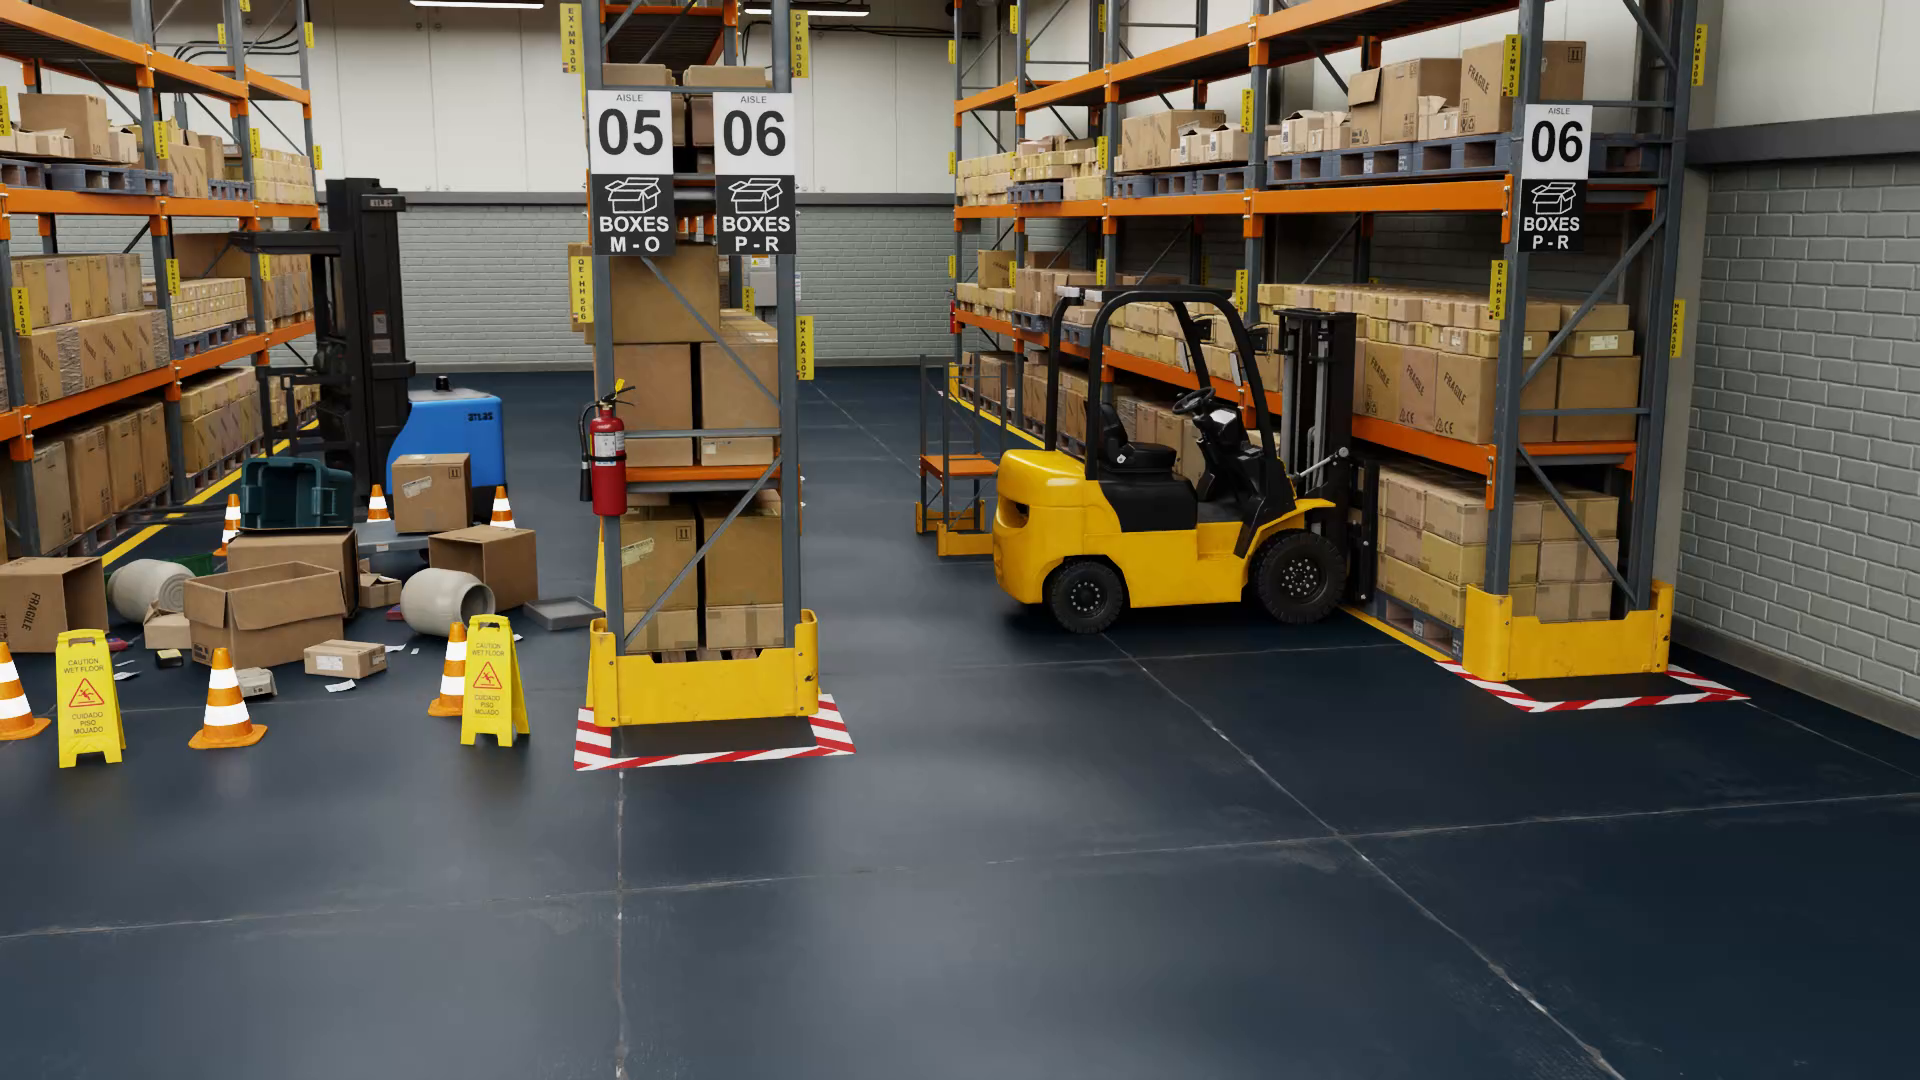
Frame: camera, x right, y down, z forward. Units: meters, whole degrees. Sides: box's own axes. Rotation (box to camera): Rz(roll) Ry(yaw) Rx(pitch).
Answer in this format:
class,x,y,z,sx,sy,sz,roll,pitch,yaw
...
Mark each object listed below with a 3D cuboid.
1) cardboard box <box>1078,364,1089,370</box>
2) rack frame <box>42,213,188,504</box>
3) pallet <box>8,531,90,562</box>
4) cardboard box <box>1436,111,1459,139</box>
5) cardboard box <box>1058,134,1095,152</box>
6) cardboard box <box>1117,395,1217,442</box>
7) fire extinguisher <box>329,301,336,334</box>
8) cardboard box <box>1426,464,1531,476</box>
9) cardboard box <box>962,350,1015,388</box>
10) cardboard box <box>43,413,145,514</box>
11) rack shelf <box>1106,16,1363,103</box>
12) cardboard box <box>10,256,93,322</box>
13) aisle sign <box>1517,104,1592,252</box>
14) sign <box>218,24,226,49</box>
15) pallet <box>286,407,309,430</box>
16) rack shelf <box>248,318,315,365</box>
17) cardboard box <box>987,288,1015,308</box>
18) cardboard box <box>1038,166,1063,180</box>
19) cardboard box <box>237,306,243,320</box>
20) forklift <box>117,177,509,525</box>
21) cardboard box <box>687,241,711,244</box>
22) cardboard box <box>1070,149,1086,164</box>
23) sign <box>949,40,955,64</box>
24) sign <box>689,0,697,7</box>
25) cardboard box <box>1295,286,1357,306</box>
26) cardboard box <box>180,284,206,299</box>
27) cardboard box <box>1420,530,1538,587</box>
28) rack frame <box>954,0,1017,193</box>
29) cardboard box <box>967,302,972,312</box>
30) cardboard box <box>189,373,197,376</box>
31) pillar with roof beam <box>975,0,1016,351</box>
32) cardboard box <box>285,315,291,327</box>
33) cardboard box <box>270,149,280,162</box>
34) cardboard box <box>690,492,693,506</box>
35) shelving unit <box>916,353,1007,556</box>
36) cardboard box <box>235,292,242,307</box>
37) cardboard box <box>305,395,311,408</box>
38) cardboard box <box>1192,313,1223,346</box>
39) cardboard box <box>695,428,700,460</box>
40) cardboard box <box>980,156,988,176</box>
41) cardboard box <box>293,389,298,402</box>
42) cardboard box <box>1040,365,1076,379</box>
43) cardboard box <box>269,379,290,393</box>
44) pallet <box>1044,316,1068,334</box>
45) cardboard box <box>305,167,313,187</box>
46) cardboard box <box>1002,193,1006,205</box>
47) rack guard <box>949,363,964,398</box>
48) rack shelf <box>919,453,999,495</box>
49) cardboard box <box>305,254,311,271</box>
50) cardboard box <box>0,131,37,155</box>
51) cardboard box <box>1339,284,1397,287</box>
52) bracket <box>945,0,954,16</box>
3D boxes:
class,x,y,z,sx,sy,sz,roll,pitch,yaw
cardboard box,1.665,-2.071,20.385,0.380,0.149,0.250,-2,11,-10
rack frame,-7.727,-1.810,15.186,1.000,3.000,0.127,-2,11,-11
pallet,-7.173,0.154,12.321,1.003,0.211,1.213,-2,11,-11
cardboard box,3.074,-2.469,9.907,0.380,0.149,0.250,-2,11,-13
cardboard box,1.409,-4.778,20.133,0.396,0.266,0.258,-2,11,-11
cardboard box,2.085,-1.115,16.760,0.875,0.625,0.625,-2,11,-9
fire extinguisher,-8.879,-3.119,23.268,0.296,0.674,0.183,-2,11,-11
cardboard box,3.437,-0.348,11.061,0.500,0.250,0.500,-2,11,-11
cardboard box,0.447,-2.522,24.477,0.797,0.503,0.637,-3,11,-13
cardboard box,-7.524,-0.636,13.911,1.050,0.750,0.750,-2,11,-10
rack shelf,2.366,-4.221,14.798,1.077,0.370,4.000,-2,11,-11
cardboard box,-7.348,-1.988,13.175,0.700,0.500,0.500,-2,11,-12
aisle sign,3.257,-1.977,9.110,0.394,0.787,0.004,-2,11,-11
sign,-9.815,-6.703,22.136,0.100,0.325,0.005,-2,11,-11
pallet,-8.911,-1.520,21.120,1.003,0.211,1.213,-2,11,-11
rack shelf,-8.894,-2.557,21.035,1.077,0.370,4.000,-2,11,-11
cardboard box,0.664,-3.264,22.429,0.500,0.250,0.500,-2,11,-11
cardboard box,1.108,-4.226,19.136,0.380,0.149,0.250,-2,11,-10
cardboard box,-8.183,-2.514,18.430,0.380,0.149,0.250,-2,11,-11
forklift,-5.503,-1.553,14.018,3.031,2.935,1.130,-7,13,-33
cardboard box,-1.901,-1.593,10.308,0.700,0.500,0.500,-2,11,-11
cardboard box,1.419,-4.176,18.132,0.380,0.149,0.250,-2,11,-12
sign,-0.111,-7.083,24.131,0.100,0.325,0.005,-2,11,-11
sign,-3.139,-6.209,19.543,0.100,0.325,0.005,-2,11,-11
cardboard box,2.724,-1.810,12.386,0.380,0.149,0.250,-2,11,-12
cardboard box,-7.884,-2.518,16.863,0.380,0.149,0.250,-2,11,-9
cardboard box,3.131,0.098,10.053,0.500,0.250,0.500,-2,11,-12
rack frame,0.421,-6.605,24.329,1.000,3.000,0.127,-2,11,-11
cardboard box,0.310,-3.419,24.308,0.380,0.149,0.250,-2,11,-10
cardboard box,-8.515,-1.648,17.890,0.500,0.250,0.500,-2,11,-9
pillar with roof beam,-3.442,-6.975,26.277,9.100,9.000,0.548,-2,11,-11
cardboard box,-8.543,-2.724,20.659,0.380,0.149,0.250,-2,11,-8
cardboard box,-8.533,-4.690,20.292,0.380,0.149,0.250,-2,11,-8
cardboard box,-1.534,-0.214,11.022,0.500,0.500,0.500,-2,11,-8
shelving unit,0.015,-0.723,13.483,0.587,1.500,1.083,-2,11,-11
cardboard box,-8.182,-2.659,18.398,0.380,0.149,0.250,-2,11,-11
cardboard box,-8.688,-1.810,21.686,0.380,0.149,0.250,-3,11,-14
cardboard box,2.301,-1.803,14.213,0.500,0.250,0.500,-2,11,-12
cardboard box,-1.262,-0.534,9.151,0.380,0.149,0.250,-2,11,-10
cardboard box,0.561,-5.080,22.609,0.500,0.250,0.500,-2,11,-9
cardboard box,-8.549,-1.810,20.890,0.380,0.149,0.250,-2,11,-11
cardboard box,1.198,-2.051,20.276,0.380,0.149,0.250,-3,11,-14
cardboard box,-8.504,-1.907,20.603,0.380,0.149,0.250,-2,11,-10
pallet,1.594,-2.452,19.072,1.003,0.211,1.213,-2,11,-11
cardboard box,-8.944,-4.848,22.186,0.500,0.250,0.500,-2,11,-13
cardboard box,0.751,-4.424,21.566,0.380,0.149,0.250,-2,11,-9
rack guard,0.436,-2.416,25.051,1.175,0.500,0.348,-2,11,-11
rack shelf,0.017,-0.544,13.508,0.538,0.185,1.000,-2,11,-11
cardboard box,-8.852,-3.796,21.883,0.500,0.500,0.500,-3,11,-13
cardboard box,-6.908,-2.882,12.073,0.250,0.149,0.380,-2,11,-11
cardboard box,3.121,-1.875,12.729,0.380,0.149,0.250,-2,11,-13
bracket,-0.109,-9.398,29.379,0.235,0.232,0.430,-2,11,-11
